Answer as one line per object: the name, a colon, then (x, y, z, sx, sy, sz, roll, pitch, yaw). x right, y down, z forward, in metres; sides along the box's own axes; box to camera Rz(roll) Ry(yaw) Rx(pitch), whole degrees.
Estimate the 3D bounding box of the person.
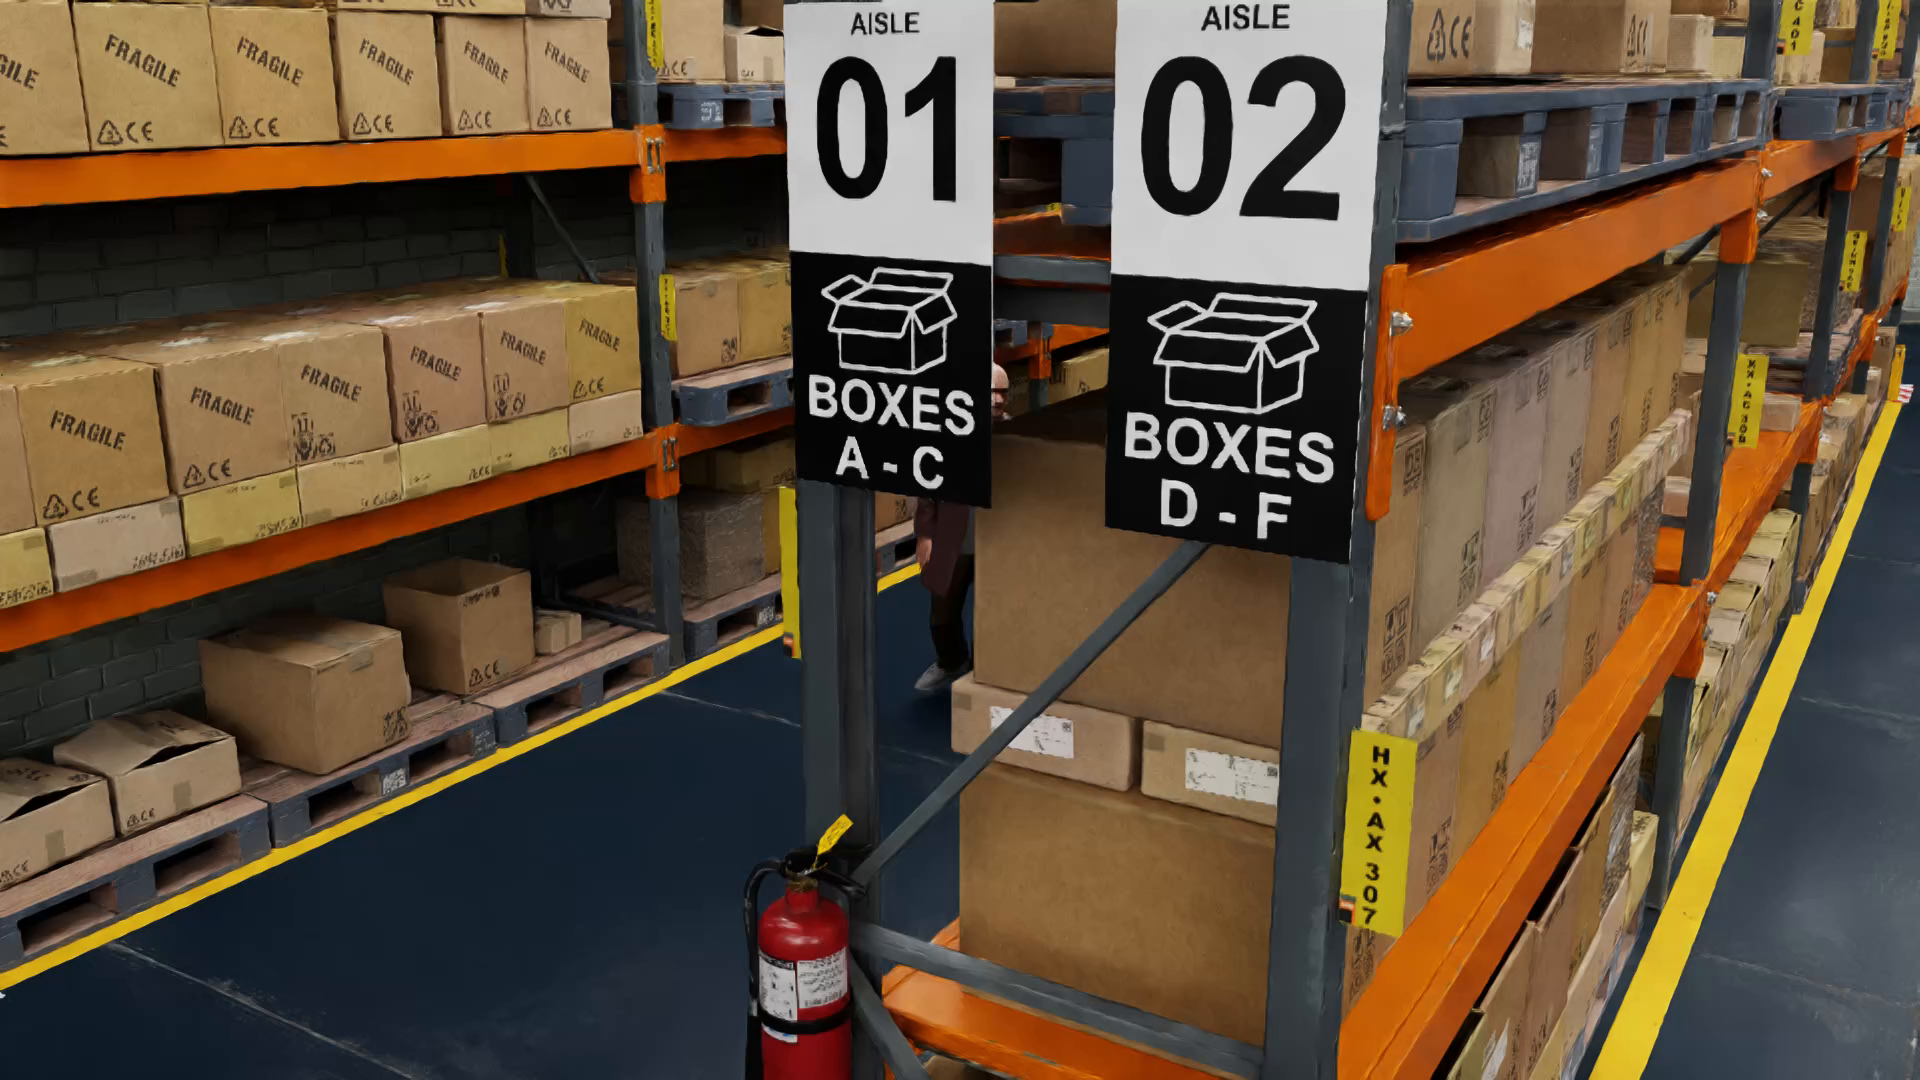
person: (0.081, -0.008, 8.083, 0.621, 1.770, 0.599, 0, 16, -1)
